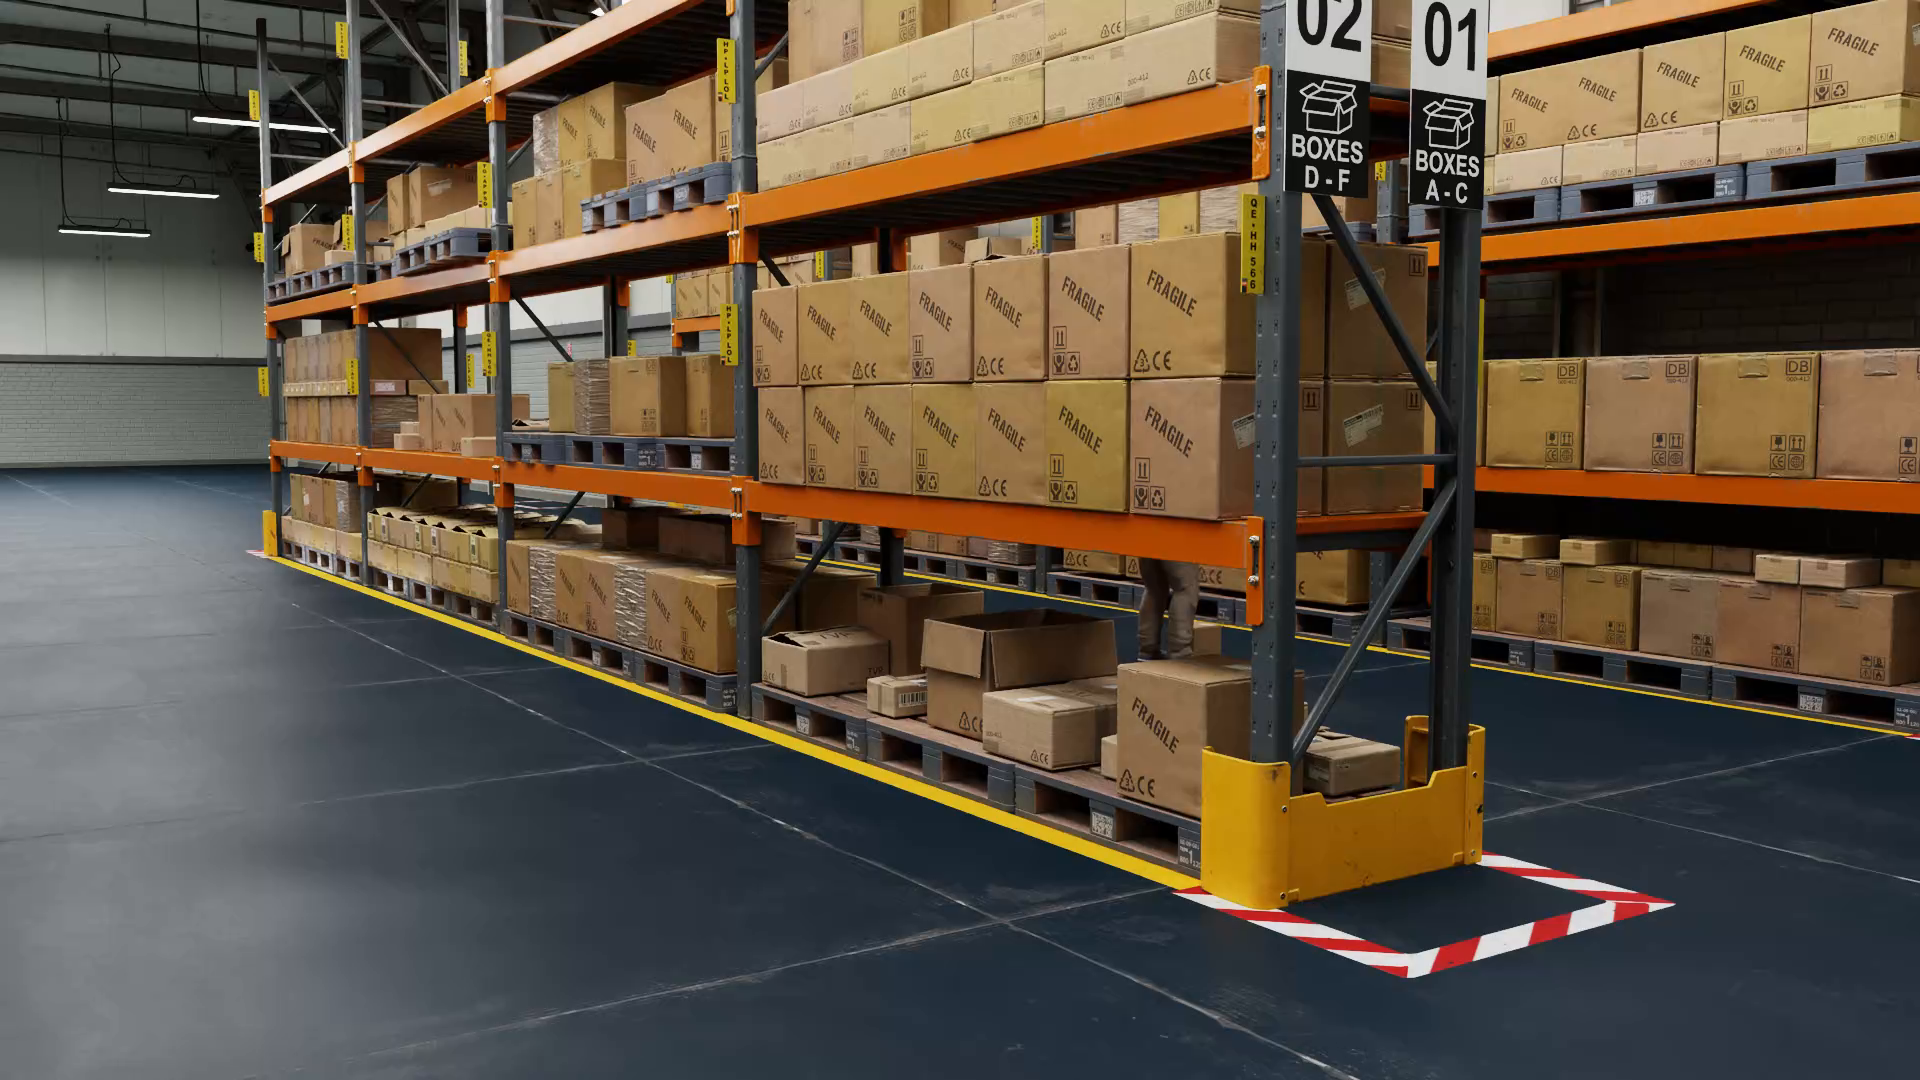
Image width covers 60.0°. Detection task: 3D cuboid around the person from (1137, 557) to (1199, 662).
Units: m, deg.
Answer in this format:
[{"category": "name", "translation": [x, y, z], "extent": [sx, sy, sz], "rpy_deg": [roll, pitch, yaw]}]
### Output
[{"category": "person", "translation": [1.356, -0.037, 10.867], "extent": [0.393, 1.725, 0.596], "rpy_deg": [-3, 6, -37]}]
